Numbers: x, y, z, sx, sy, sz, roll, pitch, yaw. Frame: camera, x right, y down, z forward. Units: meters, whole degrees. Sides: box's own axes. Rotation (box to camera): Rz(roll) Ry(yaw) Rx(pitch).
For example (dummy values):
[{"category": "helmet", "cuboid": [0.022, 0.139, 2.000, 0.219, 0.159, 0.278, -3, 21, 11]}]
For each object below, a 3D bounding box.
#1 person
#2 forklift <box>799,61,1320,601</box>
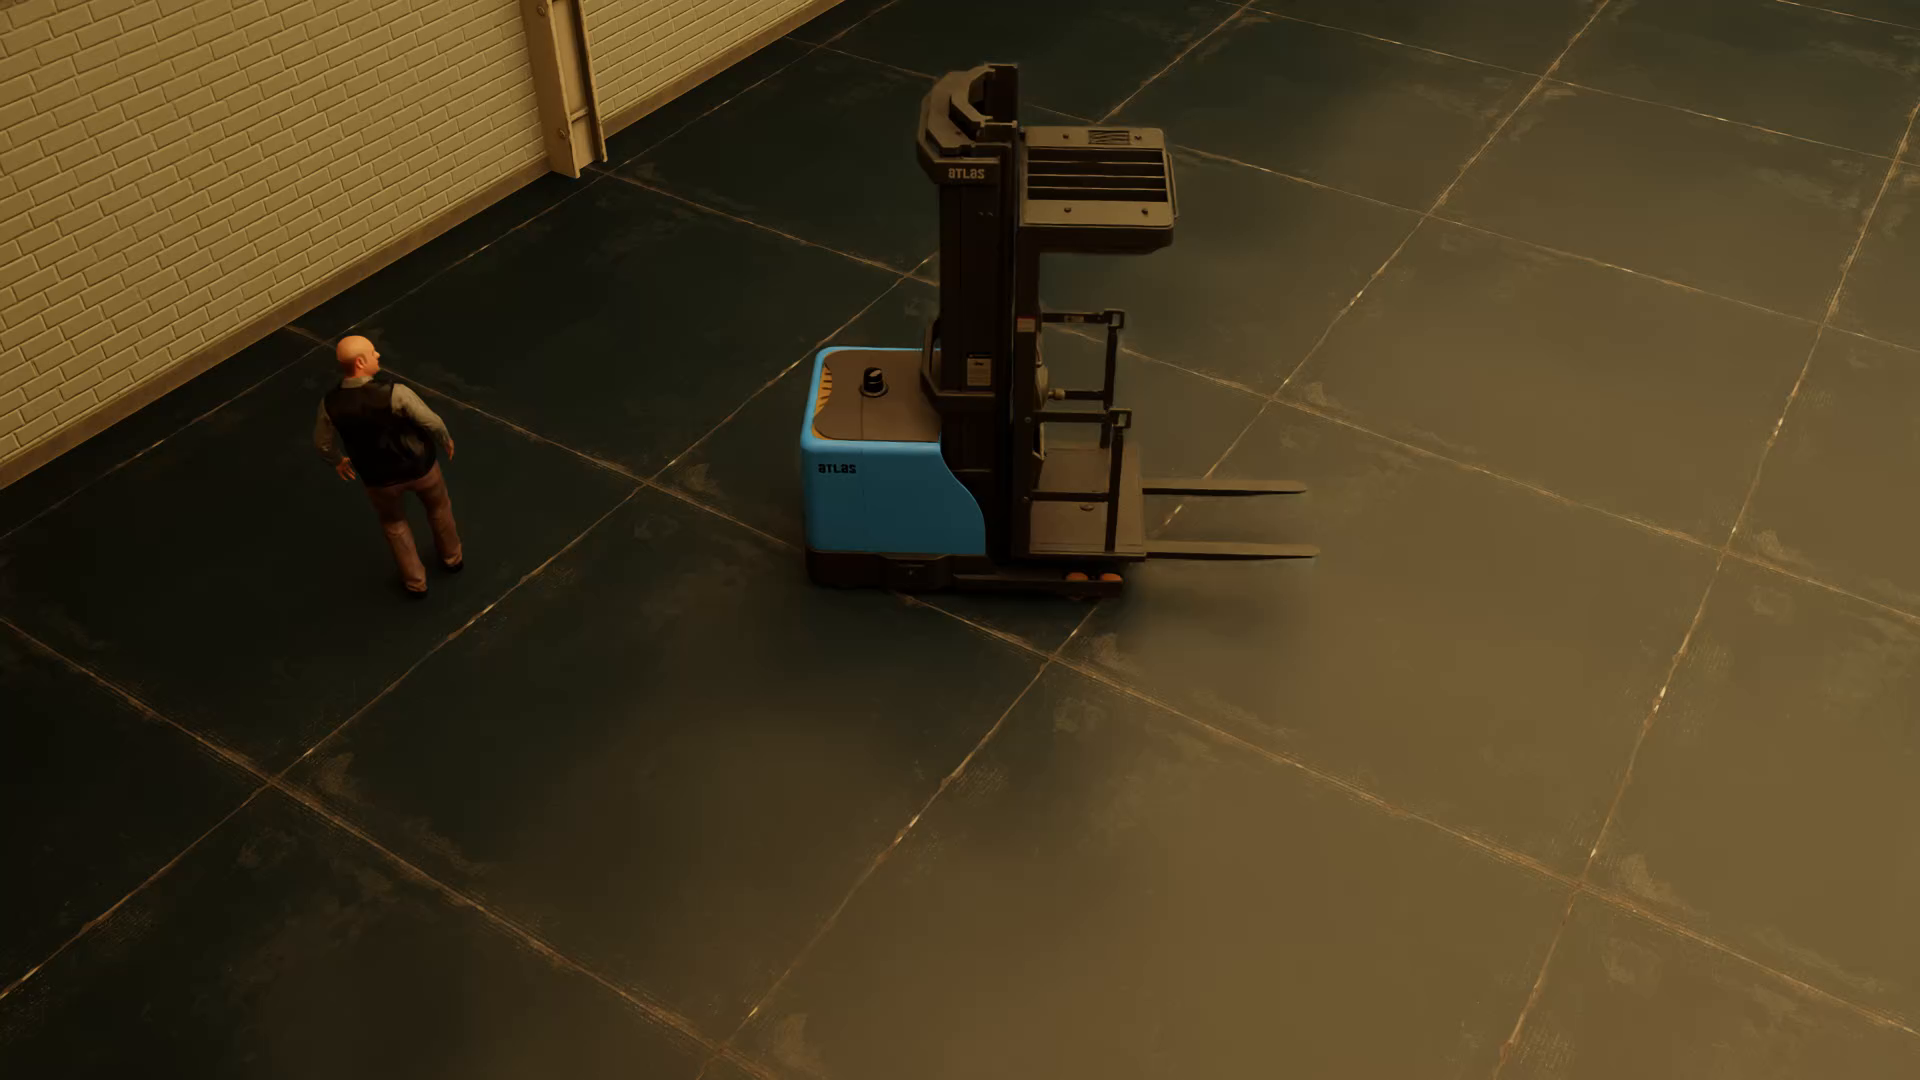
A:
[{"category": "person", "cuboid": [-3.233, -0.440, 9.440, 0.726, 1.703, 0.512, -11, 41, -13]}, {"category": "forklift", "cuboid": [0.618, -1.113, 9.281, 3.031, 2.935, 1.130, 1, 40, 2]}]
